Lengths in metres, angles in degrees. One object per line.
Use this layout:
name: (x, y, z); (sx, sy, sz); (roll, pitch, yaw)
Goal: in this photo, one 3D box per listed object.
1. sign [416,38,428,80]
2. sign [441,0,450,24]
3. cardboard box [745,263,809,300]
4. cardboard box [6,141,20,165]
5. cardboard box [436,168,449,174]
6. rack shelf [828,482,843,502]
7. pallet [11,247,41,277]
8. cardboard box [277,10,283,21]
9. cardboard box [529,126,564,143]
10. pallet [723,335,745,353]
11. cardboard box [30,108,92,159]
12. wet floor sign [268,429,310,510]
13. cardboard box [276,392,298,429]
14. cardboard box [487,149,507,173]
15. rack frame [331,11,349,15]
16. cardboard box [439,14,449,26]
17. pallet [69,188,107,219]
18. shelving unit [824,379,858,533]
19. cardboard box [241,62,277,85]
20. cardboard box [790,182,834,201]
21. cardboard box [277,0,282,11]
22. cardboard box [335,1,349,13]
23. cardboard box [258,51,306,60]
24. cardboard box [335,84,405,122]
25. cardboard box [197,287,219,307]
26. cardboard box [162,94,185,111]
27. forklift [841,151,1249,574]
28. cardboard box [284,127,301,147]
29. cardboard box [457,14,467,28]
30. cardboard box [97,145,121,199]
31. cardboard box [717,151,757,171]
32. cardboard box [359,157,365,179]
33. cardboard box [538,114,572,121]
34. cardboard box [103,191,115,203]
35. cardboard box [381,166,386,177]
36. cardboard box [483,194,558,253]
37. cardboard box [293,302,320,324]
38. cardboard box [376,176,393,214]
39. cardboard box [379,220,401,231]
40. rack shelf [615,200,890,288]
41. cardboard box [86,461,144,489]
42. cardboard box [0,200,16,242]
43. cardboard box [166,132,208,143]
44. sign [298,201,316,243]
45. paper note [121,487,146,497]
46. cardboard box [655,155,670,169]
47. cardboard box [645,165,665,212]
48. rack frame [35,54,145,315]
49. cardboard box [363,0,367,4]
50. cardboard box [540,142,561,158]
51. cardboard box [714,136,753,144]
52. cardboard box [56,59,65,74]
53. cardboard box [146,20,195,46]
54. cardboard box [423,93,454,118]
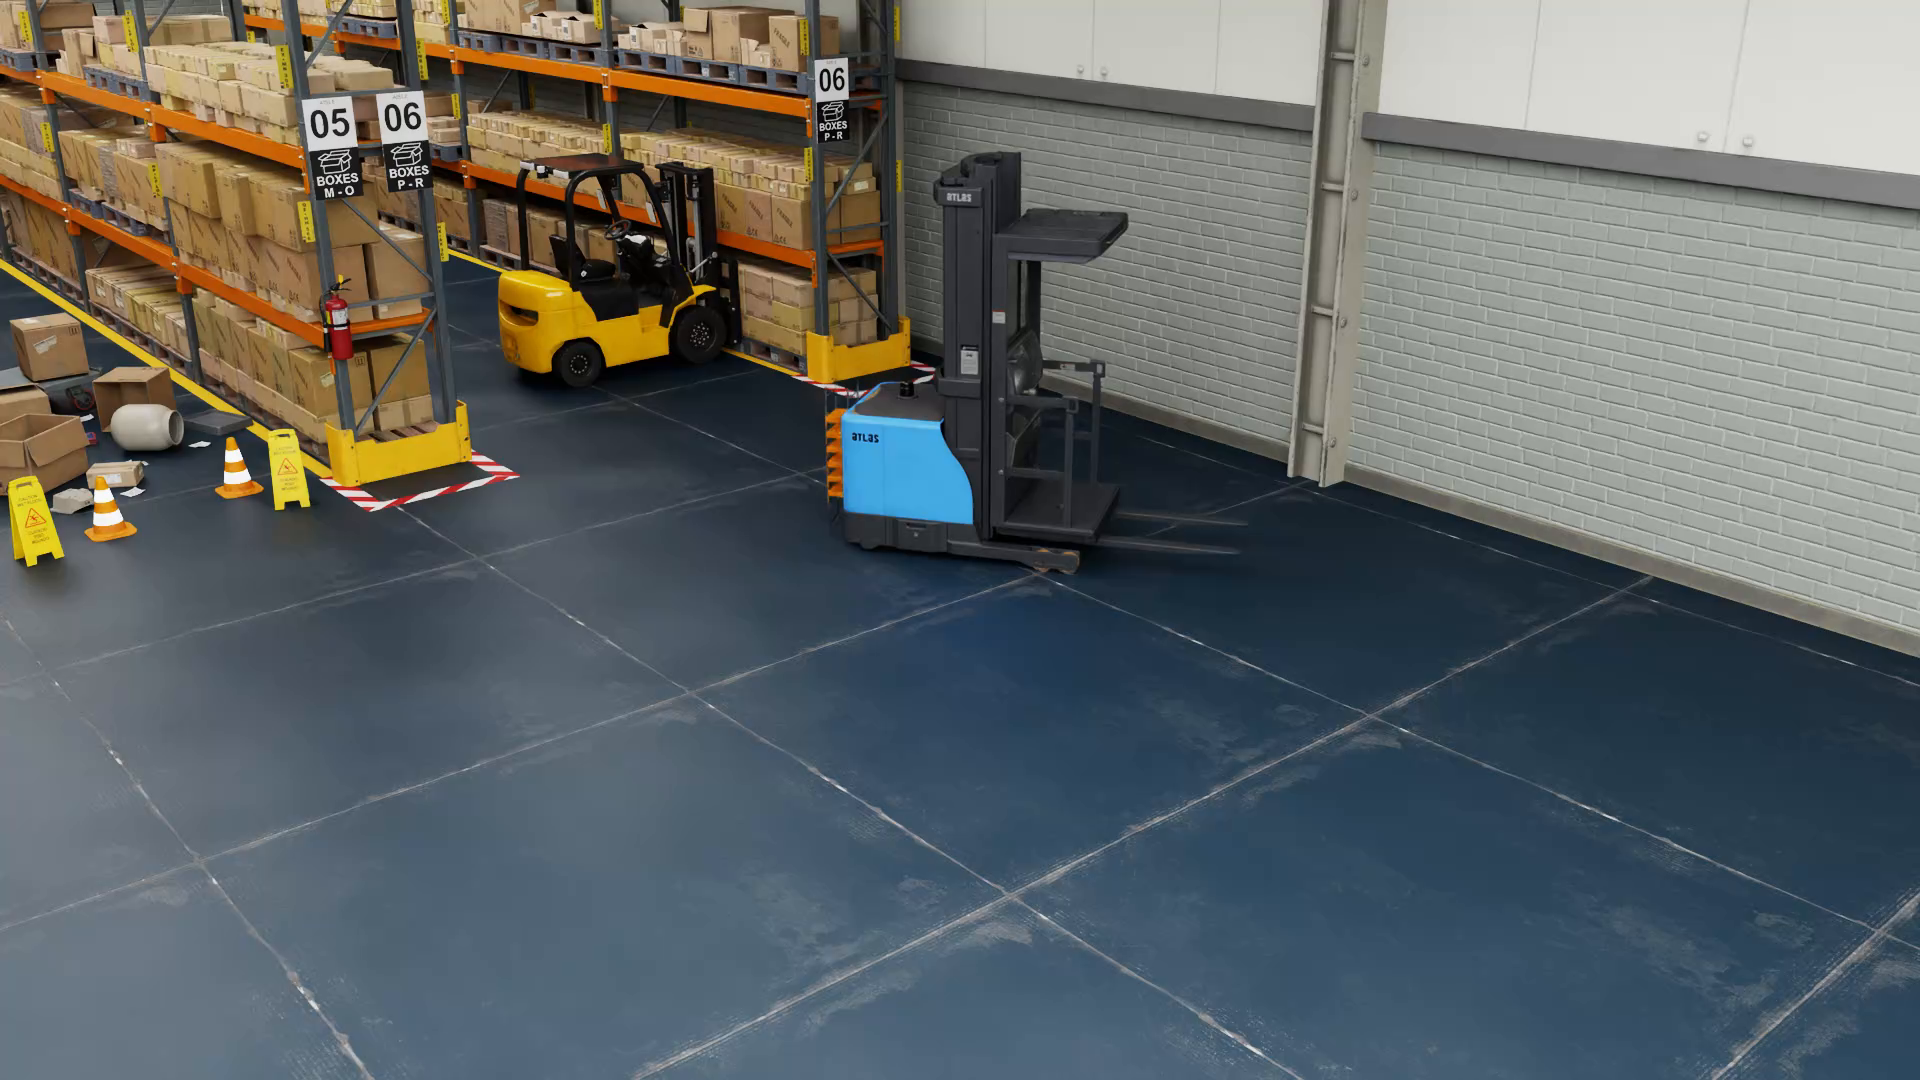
sign: (-4.418, -3.935, 13.607); (0.100, 0.325, 0.005); (-17, 27, -37)
sign: (-6.705, -6.904, 21.677); (0.100, 0.325, 0.005); (-17, 27, -37)
cardboard box: (-1.945, -2.759, 17.738); (0.500, 0.250, 0.500); (-17, 27, -36)
cardboard box: (-11.586, -4.870, 20.825); (0.500, 0.250, 0.500); (-18, 28, -39)
cardboard box: (-7.568, -5.454, 24.757); (0.380, 0.149, 0.250); (-17, 27, -37)
rack shelf: (-0.913, -0.378, 13.085); (0.180, 0.103, 0.258); (6, 22, 15)
pallet: (-12.101, -3.824, 22.459); (1.003, 0.211, 1.213); (-17, 27, -37)
cardboard box: (-10.556, -8.295, 26.282); (0.380, 0.149, 0.250); (-17, 27, -37)
cardboard box: (-5.161, -5.081, 20.818); (0.380, 0.149, 0.250); (-18, 28, -39)
pallet: (-2.394, -2.425, 18.886); (1.003, 0.211, 1.213); (-17, 27, -37)
cardboard box: (-10.586, -4.805, 19.632); (0.500, 0.500, 0.500); (-18, 28, -39)
wet floor sign: (-5.515, -0.599, 13.629); (0.267, 0.644, 0.232); (-8, 23, -19)
cardboard box: (-5.892, -1.222, 15.185); (0.500, 0.250, 0.500); (-17, 27, -37)
cardboard box: (-5.864, -5.005, 21.854); (0.500, 0.250, 0.500); (-18, 28, -39)
rack frame: (-8.904, -9.294, 24.374); (1.000, 3.000, 0.127); (-17, 27, -37)
cardboard box: (-6.707, -6.949, 22.158); (0.380, 0.149, 0.250); (-17, 27, -36)
pallet: (-9.505, -3.952, 19.224); (1.213, 0.211, 1.003); (-17, 27, -37)
shelving unit: (-0.913, -0.643, 12.981); (0.189, 1.200, 0.258); (6, 22, 15)
cardboard box: (-5.874, -3.975, 14.157); (0.380, 0.149, 0.250); (-17, 27, -37)
cardboard box: (-1.509, -3.563, 16.941); (0.380, 0.149, 0.250); (-17, 27, -37)
cardboard box: (-10.405, -8.466, 26.171); (0.500, 0.250, 0.500); (-18, 28, -38)
cardboard box: (-8.868, -7.765, 24.216); (0.380, 0.149, 0.250); (-17, 27, -37)
cardboard box: (-6.170, -4.381, 15.193); (0.380, 0.149, 0.250); (-17, 27, -37)
cardboard box: (-4.955, -3.670, 13.926); (0.500, 0.250, 0.500); (-18, 28, -38)
cardboard box: (-7.223, -2.398, 16.270); (0.380, 0.149, 0.250); (-17, 27, -37)
cardboard box: (-7.295, -4.157, 15.715); (0.380, 0.149, 0.250); (-17, 27, -37)
forklift: (0.668, -1.327, 12.352); (3.031, 2.935, 1.130); (6, 22, 15)
cardboard box: (-5.274, -3.314, 13.564); (0.380, 0.149, 0.250); (-17, 27, -37)
cardboard box: (-6.295, -6.757, 21.617); (0.380, 0.166, 0.250); (-18, 27, -38)
cardboard box: (-8.915, -3.986, 17.928); (0.500, 0.500, 0.500); (-19, 28, -39)
cardboard box: (-2.373, -4.050, 17.776); (0.380, 0.149, 0.250); (-17, 27, -36)
cardboard box: (-9.981, -5.914, 26.821); (0.700, 0.500, 0.500); (-19, 28, -39)
cardboard box: (-5.336, -5.519, 21.936); (0.380, 0.149, 0.250); (-18, 28, -38)
cardboard box: (-9.296, -3.856, 18.484); (0.380, 0.149, 0.250); (-16, 26, -34)
cardboard box: (-8.456, -5.545, 24.992); (0.380, 0.149, 0.250); (-19, 28, -40)
cardboard box: (-5.896, -4.310, 22.555); (0.875, 0.625, 0.625); (-16, 27, -36)
cardboard box: (-5.484, -1.982, 14.275); (0.380, 0.149, 0.250); (-18, 28, -38)
cardboard box: (-8.404, -5.200, 25.000); (0.500, 0.500, 0.500); (-18, 28, -38)
cardboard box: (-5.268, -2.527, 14.777); (0.500, 0.500, 0.500); (-16, 27, -36)
rack shelf: (-2.376, -3.403, 18.545); (1.077, 0.370, 4.000); (-17, 27, -37)
cardboard box: (-7.214, -0.556, 14.200); (0.380, 0.149, 0.250); (-4, 22, -10)
cardboard box: (-12.990, -4.519, 23.347); (0.875, 0.438, 0.875); (-18, 28, -38)
cardboard box: (-8.266, -4.280, 17.788); (0.380, 0.149, 0.250); (-16, 26, -35)
sign: (-5.262, -2.562, 13.392); (0.100, 0.325, 0.005); (-17, 27, -37)
paper note: (-6.954, -0.407, 13.982); (0.142, 0.019, 0.148); (12, 24, 27)
cardboard box: (-3.207, -4.266, 18.736); (0.380, 0.149, 0.250); (-17, 27, -36)
cardboard box: (-3.237, -4.012, 18.978); (0.500, 0.500, 0.500); (-17, 27, -37)
rack frame: (-10.051, -4.213, 19.627); (1.000, 3.000, 0.127); (-17, 27, -37)
cardboard box: (-8.280, -7.716, 23.681); (0.380, 0.149, 0.250); (-17, 27, -37)
cardboard box: (-4.867, -4.811, 20.675); (0.500, 0.250, 0.500); (-17, 27, -36)
cardboard box: (-2.564, -4.481, 18.878); (0.380, 0.149, 0.250); (-18, 28, -38)
cardboard box: (-9.974, -5.365, 18.800); (0.380, 0.149, 0.250); (-17, 27, -37)
cardboard box: (-7.915, -4.993, 16.449); (0.500, 0.250, 0.500); (-17, 27, -36)
cardboard box: (-7.498, -6.046, 23.590); (0.797, 0.503, 0.637); (-18, 28, -39)
